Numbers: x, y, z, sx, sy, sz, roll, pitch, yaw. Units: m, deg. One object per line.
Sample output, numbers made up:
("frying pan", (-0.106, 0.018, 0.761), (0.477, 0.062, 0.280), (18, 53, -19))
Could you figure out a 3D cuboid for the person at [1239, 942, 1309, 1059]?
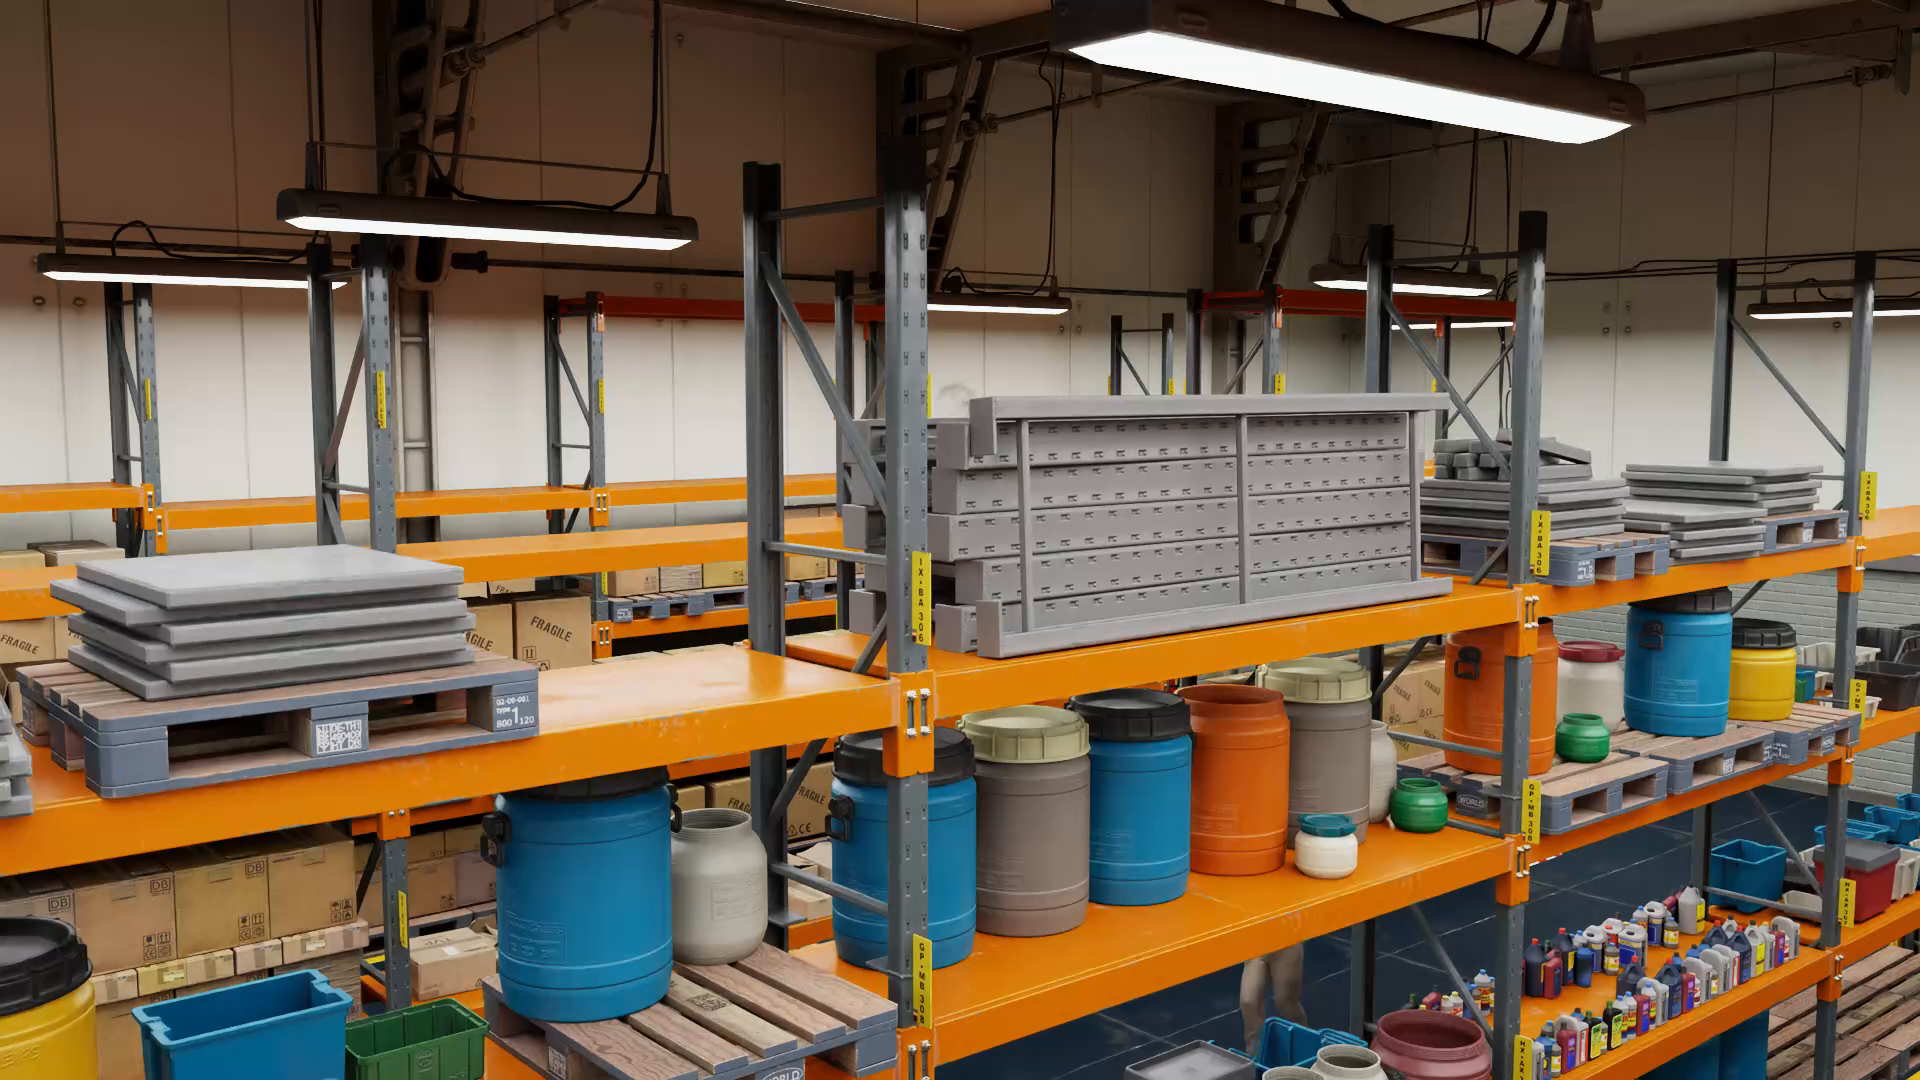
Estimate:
("person", (2.366, 3.134, 12.437), (0.648, 1.798, 0.719), (5, 8, 44))
